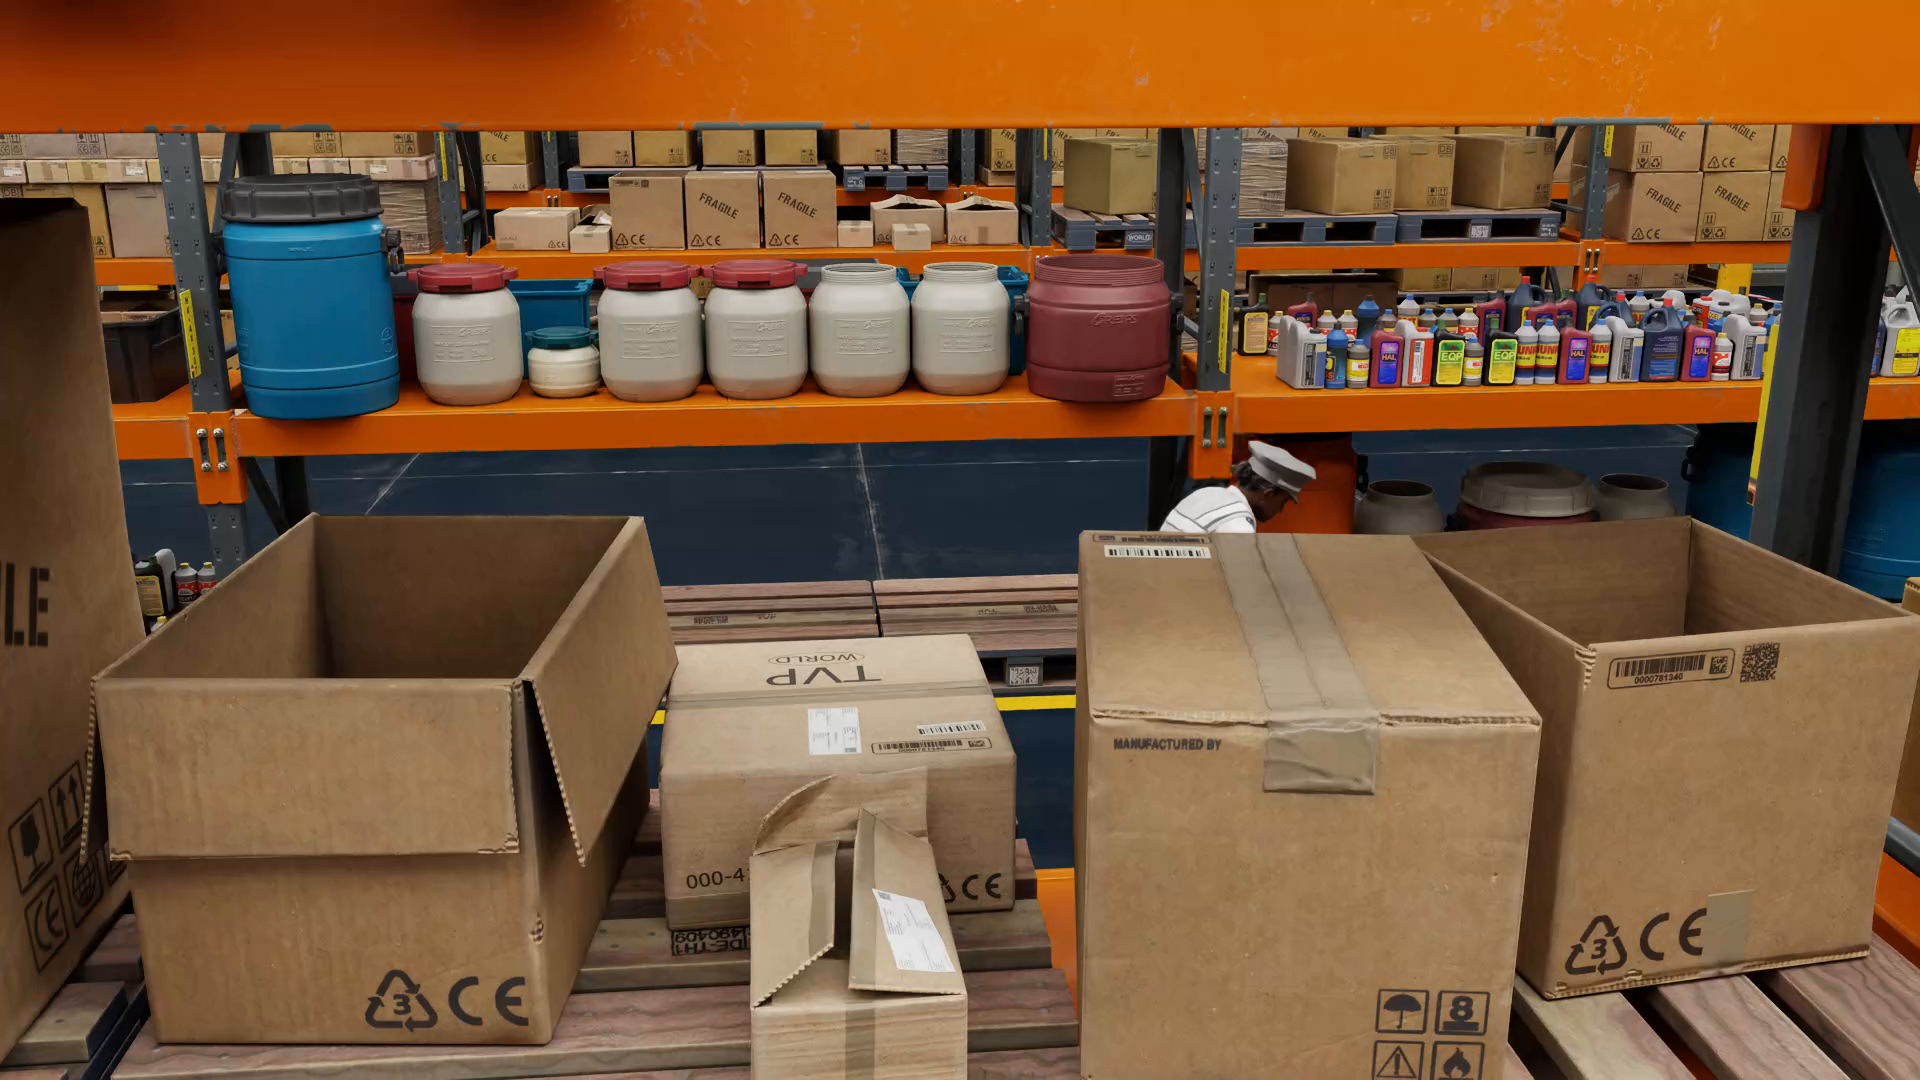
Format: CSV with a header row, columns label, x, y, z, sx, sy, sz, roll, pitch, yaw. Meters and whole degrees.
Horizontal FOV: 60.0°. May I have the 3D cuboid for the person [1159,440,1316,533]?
label,x,y,z,sx,sy,sz,roll,pitch,yaw
person,0.866,0.357,5.811,0.690,1.414,0.495,-2,17,-5
